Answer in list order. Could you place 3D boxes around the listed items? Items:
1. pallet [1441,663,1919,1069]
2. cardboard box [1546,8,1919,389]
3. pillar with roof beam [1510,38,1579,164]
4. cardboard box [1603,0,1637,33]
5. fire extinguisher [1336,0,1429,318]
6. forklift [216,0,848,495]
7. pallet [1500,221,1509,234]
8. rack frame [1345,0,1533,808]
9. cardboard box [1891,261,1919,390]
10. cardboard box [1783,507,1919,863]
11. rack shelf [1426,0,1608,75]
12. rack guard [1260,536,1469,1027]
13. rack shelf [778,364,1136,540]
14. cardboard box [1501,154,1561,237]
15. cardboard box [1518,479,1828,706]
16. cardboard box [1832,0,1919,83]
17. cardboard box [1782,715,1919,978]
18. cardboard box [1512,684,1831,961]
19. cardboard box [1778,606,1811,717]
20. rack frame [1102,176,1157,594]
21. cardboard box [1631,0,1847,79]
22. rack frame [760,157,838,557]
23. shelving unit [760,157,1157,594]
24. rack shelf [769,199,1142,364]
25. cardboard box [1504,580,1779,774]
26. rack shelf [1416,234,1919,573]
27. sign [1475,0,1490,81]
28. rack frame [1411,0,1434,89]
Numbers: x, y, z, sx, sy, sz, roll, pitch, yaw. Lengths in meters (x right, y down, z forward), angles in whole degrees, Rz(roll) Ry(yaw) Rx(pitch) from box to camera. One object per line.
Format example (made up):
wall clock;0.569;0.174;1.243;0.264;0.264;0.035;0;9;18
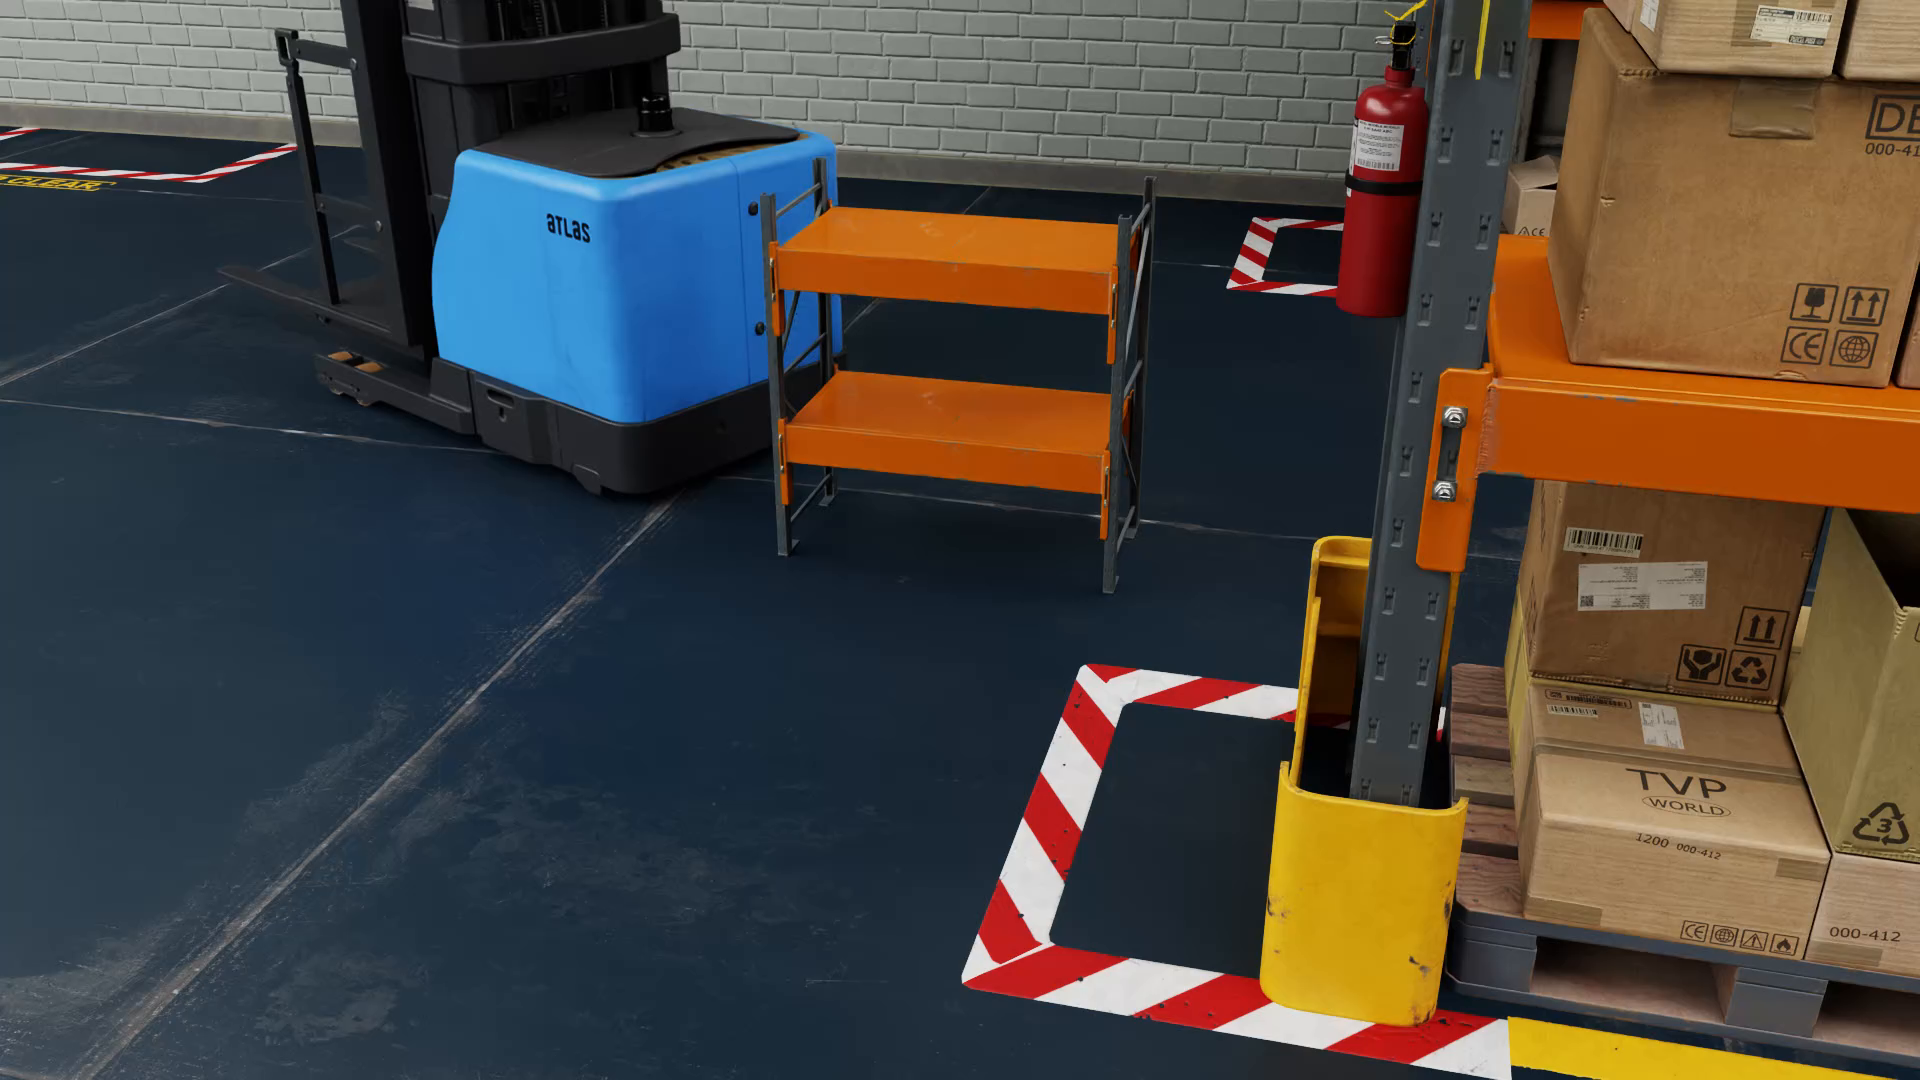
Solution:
pallet;1.678;0.668;3.600;1.213;0.211;1.003;6;26;13
cardboard box;1.376;-0.645;2.998;0.500;0.500;0.700;6;26;13
pillar with roof beam;1.979;-3.919;3.014;0.400;9.000;9.100;6;26;13
cardboard box;1.345;-1.031;3.056;0.250;0.149;0.380;6;26;12
fire extinguisher;0.929;-0.826;3.585;0.183;0.674;0.296;6;26;13
forklift;-1.854;-1.982;6.004;3.031;2.935;1.130;20;32;36
pallet;3.009;-1.349;7.837;1.213;0.211;1.003;6;26;13
rack frame;0.927;-0.655;3.136;0.127;3.000;1.000;6;26;13
cardboard box;1.886;-0.591;2.885;0.500;0.500;0.700;7;26;14
cardboard box;1.876;0.261;3.050;0.500;0.500;0.500;6;26;13
rack shelf;4.095;-2.179;7.174;4.000;0.370;1.077;6;26;13
rack guard;0.904;0.471;3.679;0.348;0.500;1.175;6;26;13
rack shelf;0.007;-0.286;5.112;1.000;0.278;0.538;6;26;13
cardboard box;2.805;-1.591;7.718;0.500;0.311;0.500;3;26;7
cardboard box;1.521;-0.008;3.615;0.500;0.500;0.500;6;26;13
cardboard box;1.510;-0.834;2.642;0.250;0.149;0.380;6;26;12
cardboard box;1.877;0.599;3.213;0.500;0.250;0.500;6;26;13
cardboard box;1.391;0.547;3.322;0.500;0.250;0.500;6;26;13
cardboard box;2.008;0.380;3.673;0.500;0.250;0.500;6;26;13
rack frame;0.499;-0.453;4.892;0.032;1.125;0.500;6;26;13
cardboard box;1.254;-0.861;2.699;0.250;0.149;0.380;6;26;13
rack frame;-0.486;-0.562;5.121;0.032;1.125;0.500;6;26;13
shelving unit;0.007;-0.507;5.007;1.048;1.125;0.538;6;26;13
rack shelf;0.007;-0.771;4.881;1.000;0.278;0.538;6;26;13
cardboard box;1.520;0.331;3.775;0.500;0.250;0.500;6;26;13
rack shelf;2.864;-0.116;2.841;4.000;0.370;1.077;6;26;13
sign;0.783;-0.851;2.449;0.005;0.325;0.100;6;26;13
rack frame;2.158;-2.718;7.469;0.127;3.000;1.000;6;26;13
